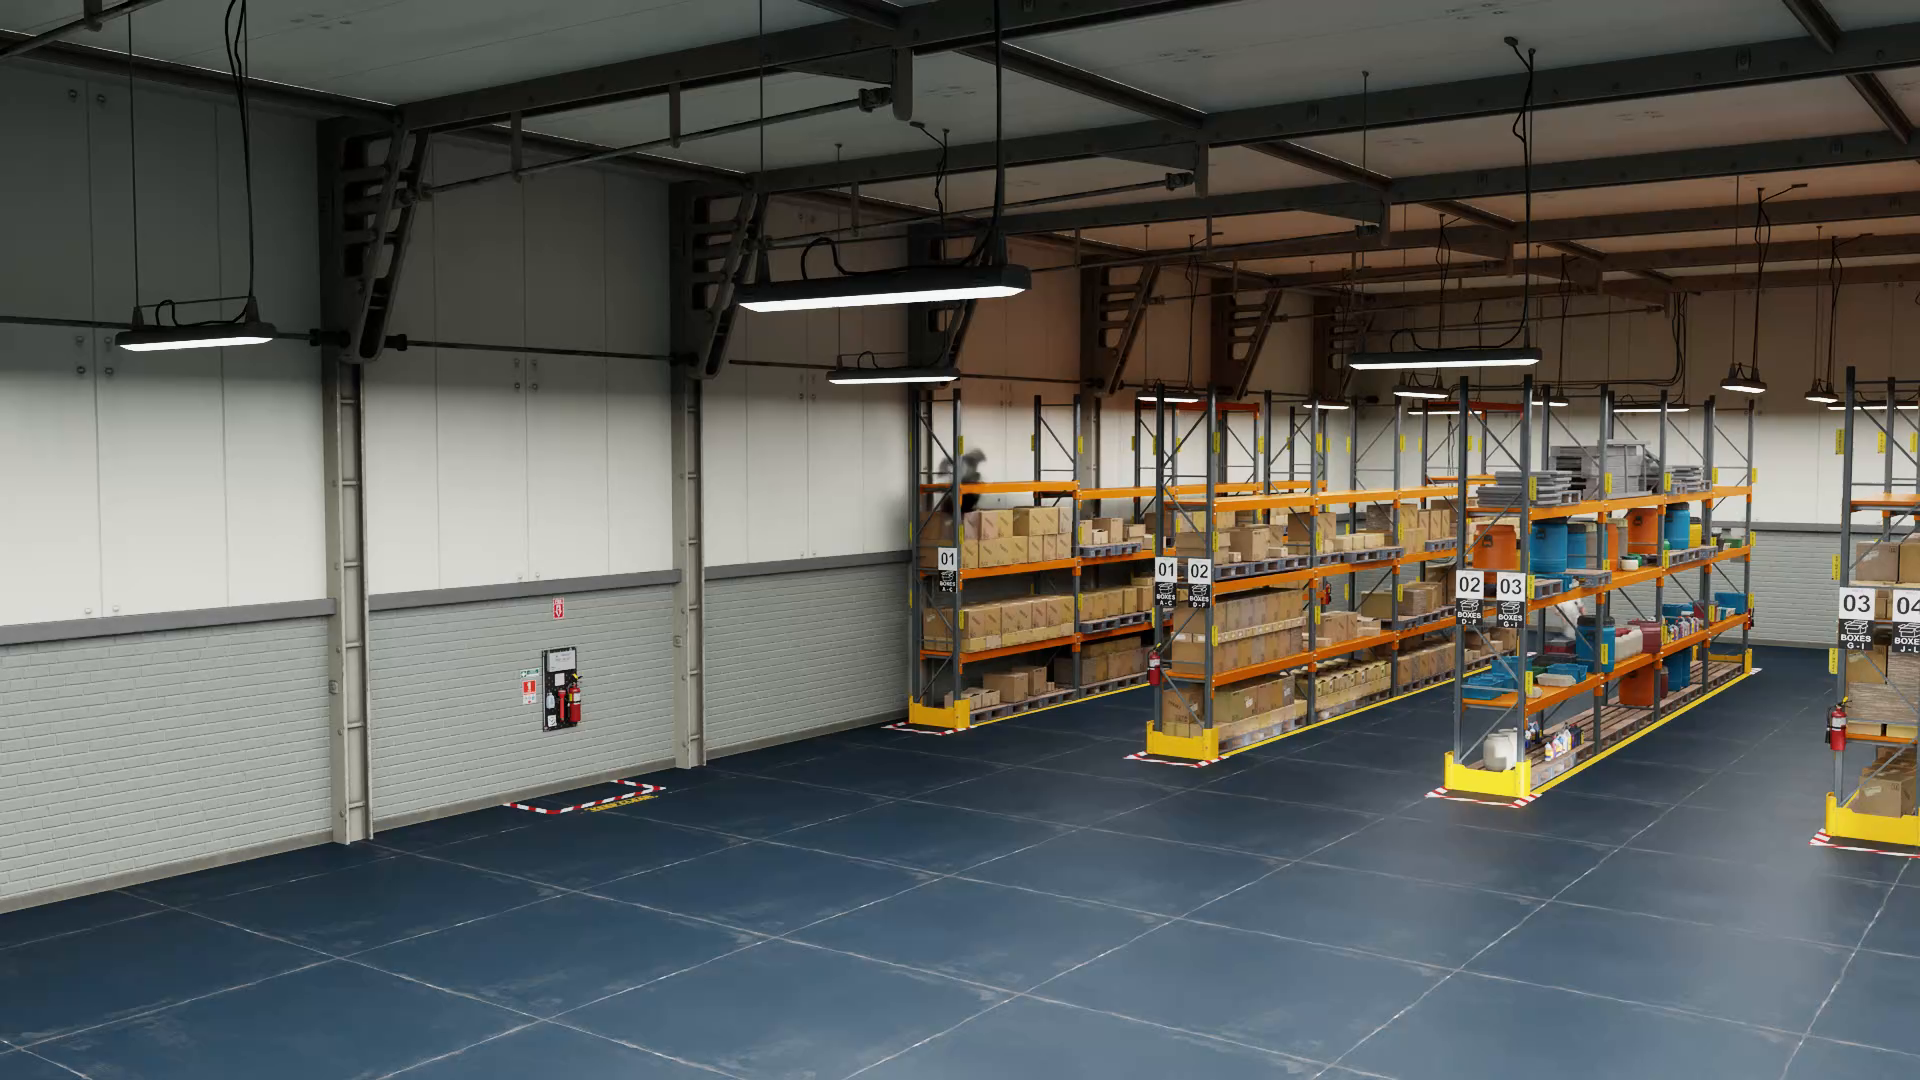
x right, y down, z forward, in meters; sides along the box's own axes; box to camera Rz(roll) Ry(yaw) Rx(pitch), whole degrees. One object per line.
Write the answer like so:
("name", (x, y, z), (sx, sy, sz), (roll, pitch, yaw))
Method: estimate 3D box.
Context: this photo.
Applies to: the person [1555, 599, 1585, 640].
("person", (14.078, 1.937, 38.391), (0.673, 1.771, 0.772), (1, 3, 20))
